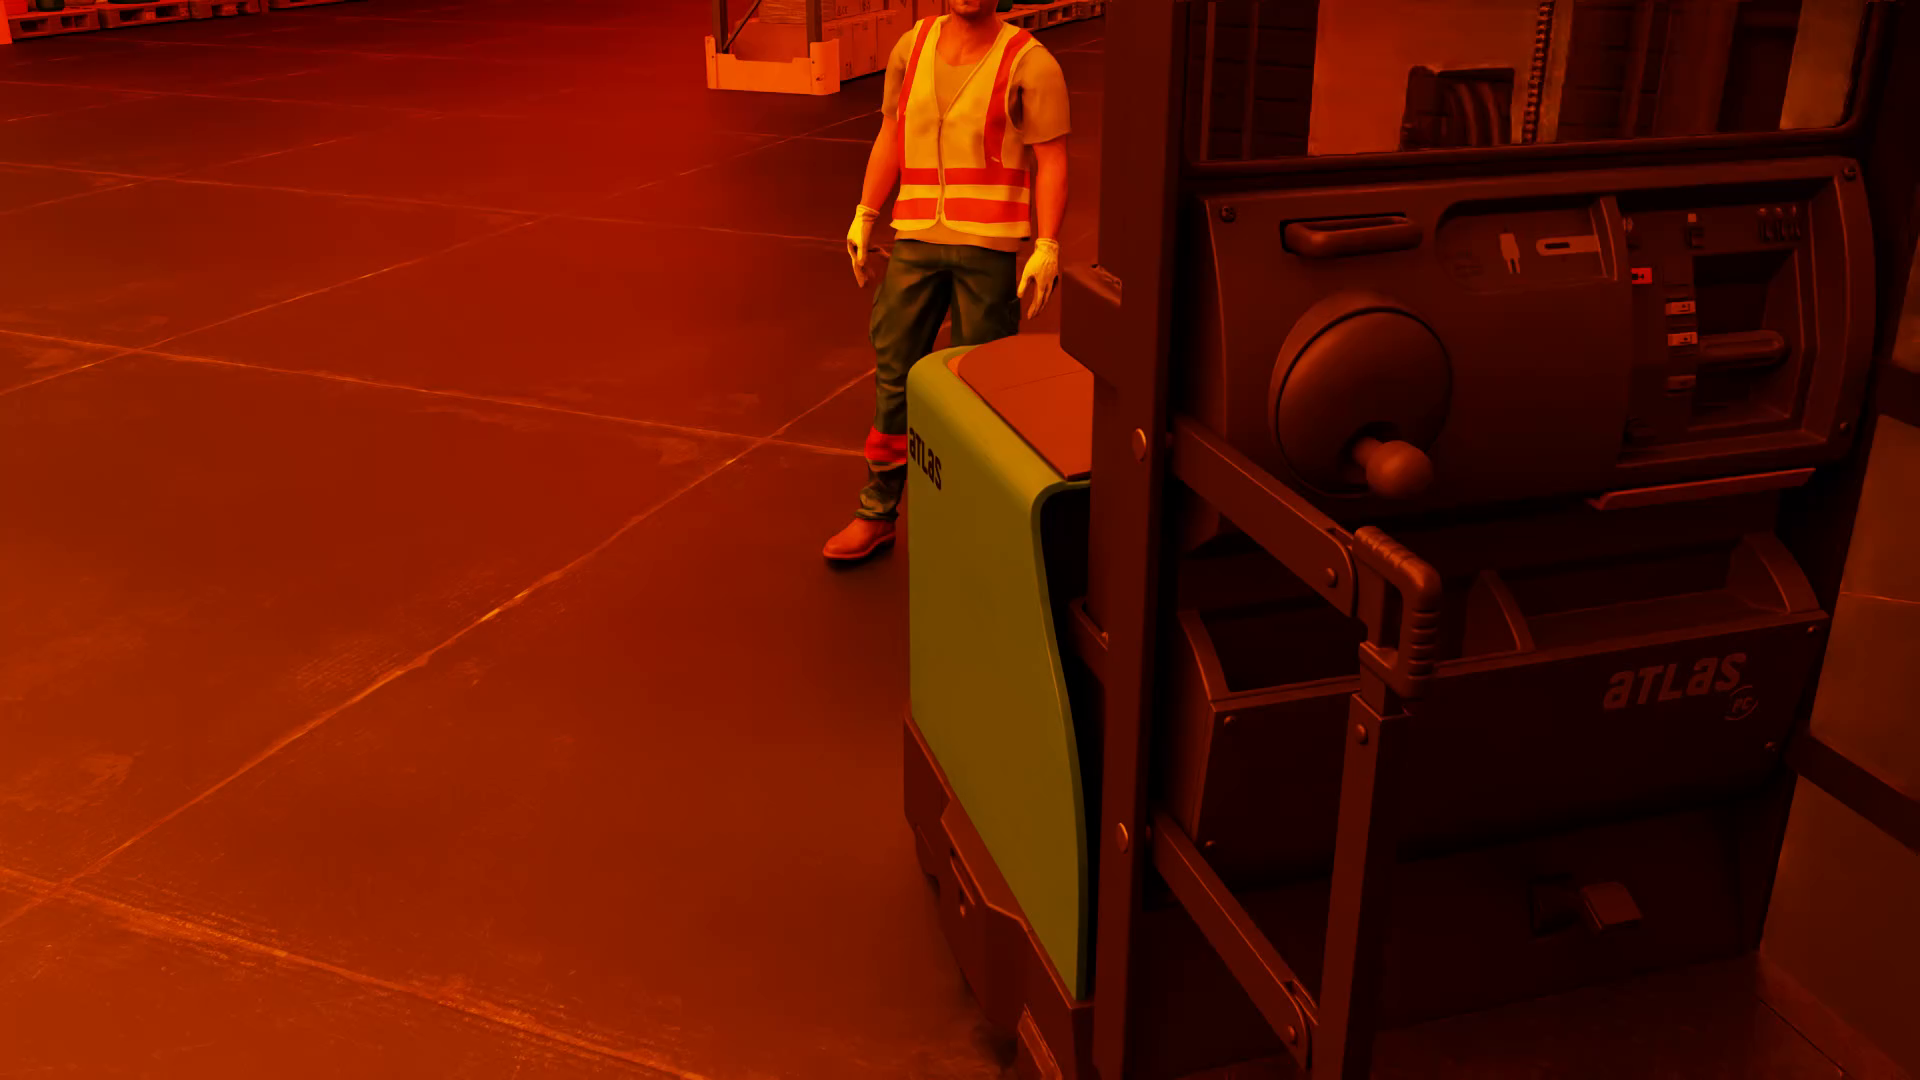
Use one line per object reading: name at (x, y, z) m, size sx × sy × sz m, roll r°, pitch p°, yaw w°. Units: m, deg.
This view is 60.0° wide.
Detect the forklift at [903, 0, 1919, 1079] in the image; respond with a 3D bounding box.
forklift at (0.800, -0.240, 1.867) m, size 1.130 × 2.935 × 3.031 m, roll -7°, pitch 24°, yaw -16°

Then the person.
person at (-0.041, -0.804, 4.680) m, size 0.638 × 1.789 × 0.562 m, roll 9°, pitch 24°, yaw 21°
